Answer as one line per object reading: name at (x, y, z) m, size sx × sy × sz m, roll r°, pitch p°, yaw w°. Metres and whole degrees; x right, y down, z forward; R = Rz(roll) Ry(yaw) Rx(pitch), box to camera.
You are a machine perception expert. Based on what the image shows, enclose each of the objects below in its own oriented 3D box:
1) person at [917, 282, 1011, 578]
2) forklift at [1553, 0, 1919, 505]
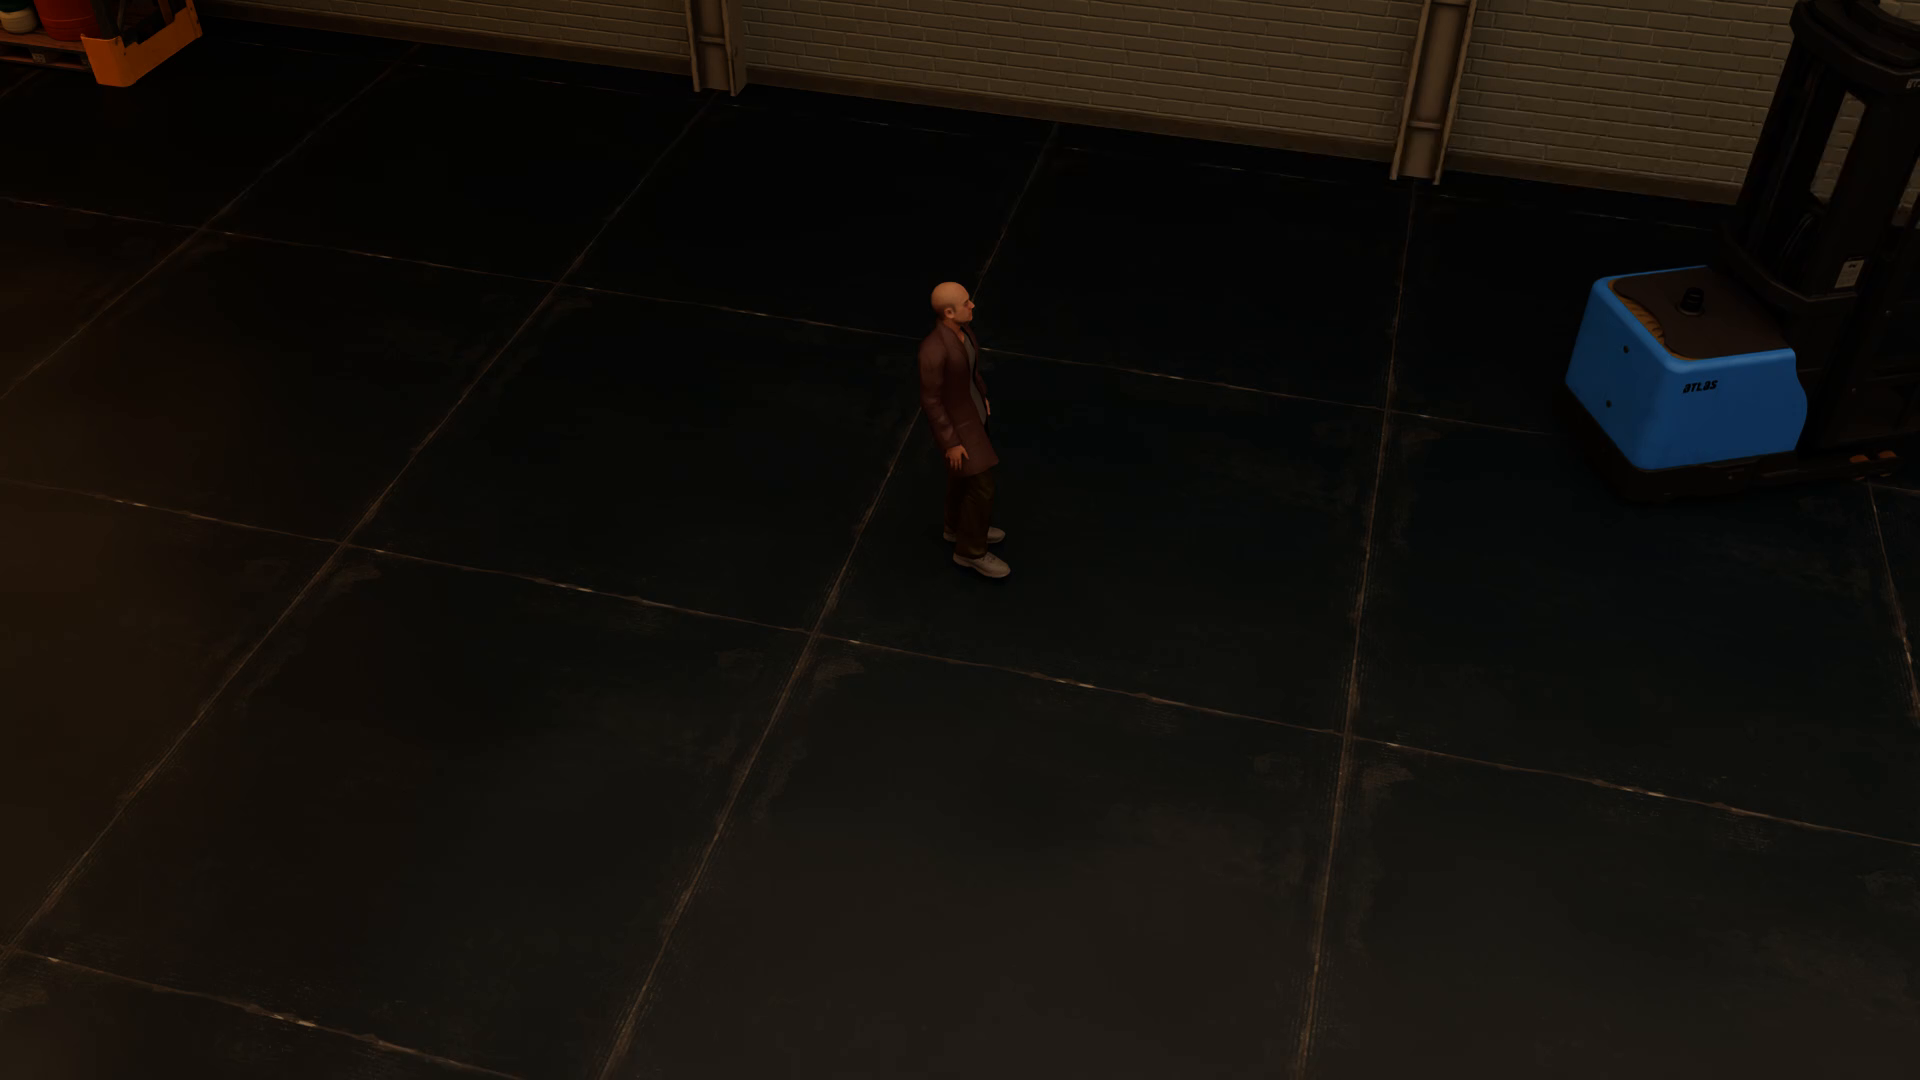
person at (0.087, -0.655, 9.473) m, size 0.583 × 1.775 × 0.696 m, roll 10°, pitch 42°, yaw 11°
forklift at (5.477, -1.813, 9.930) m, size 3.031 × 2.935 × 1.130 m, roll -8°, pitch 42°, yaw -9°
